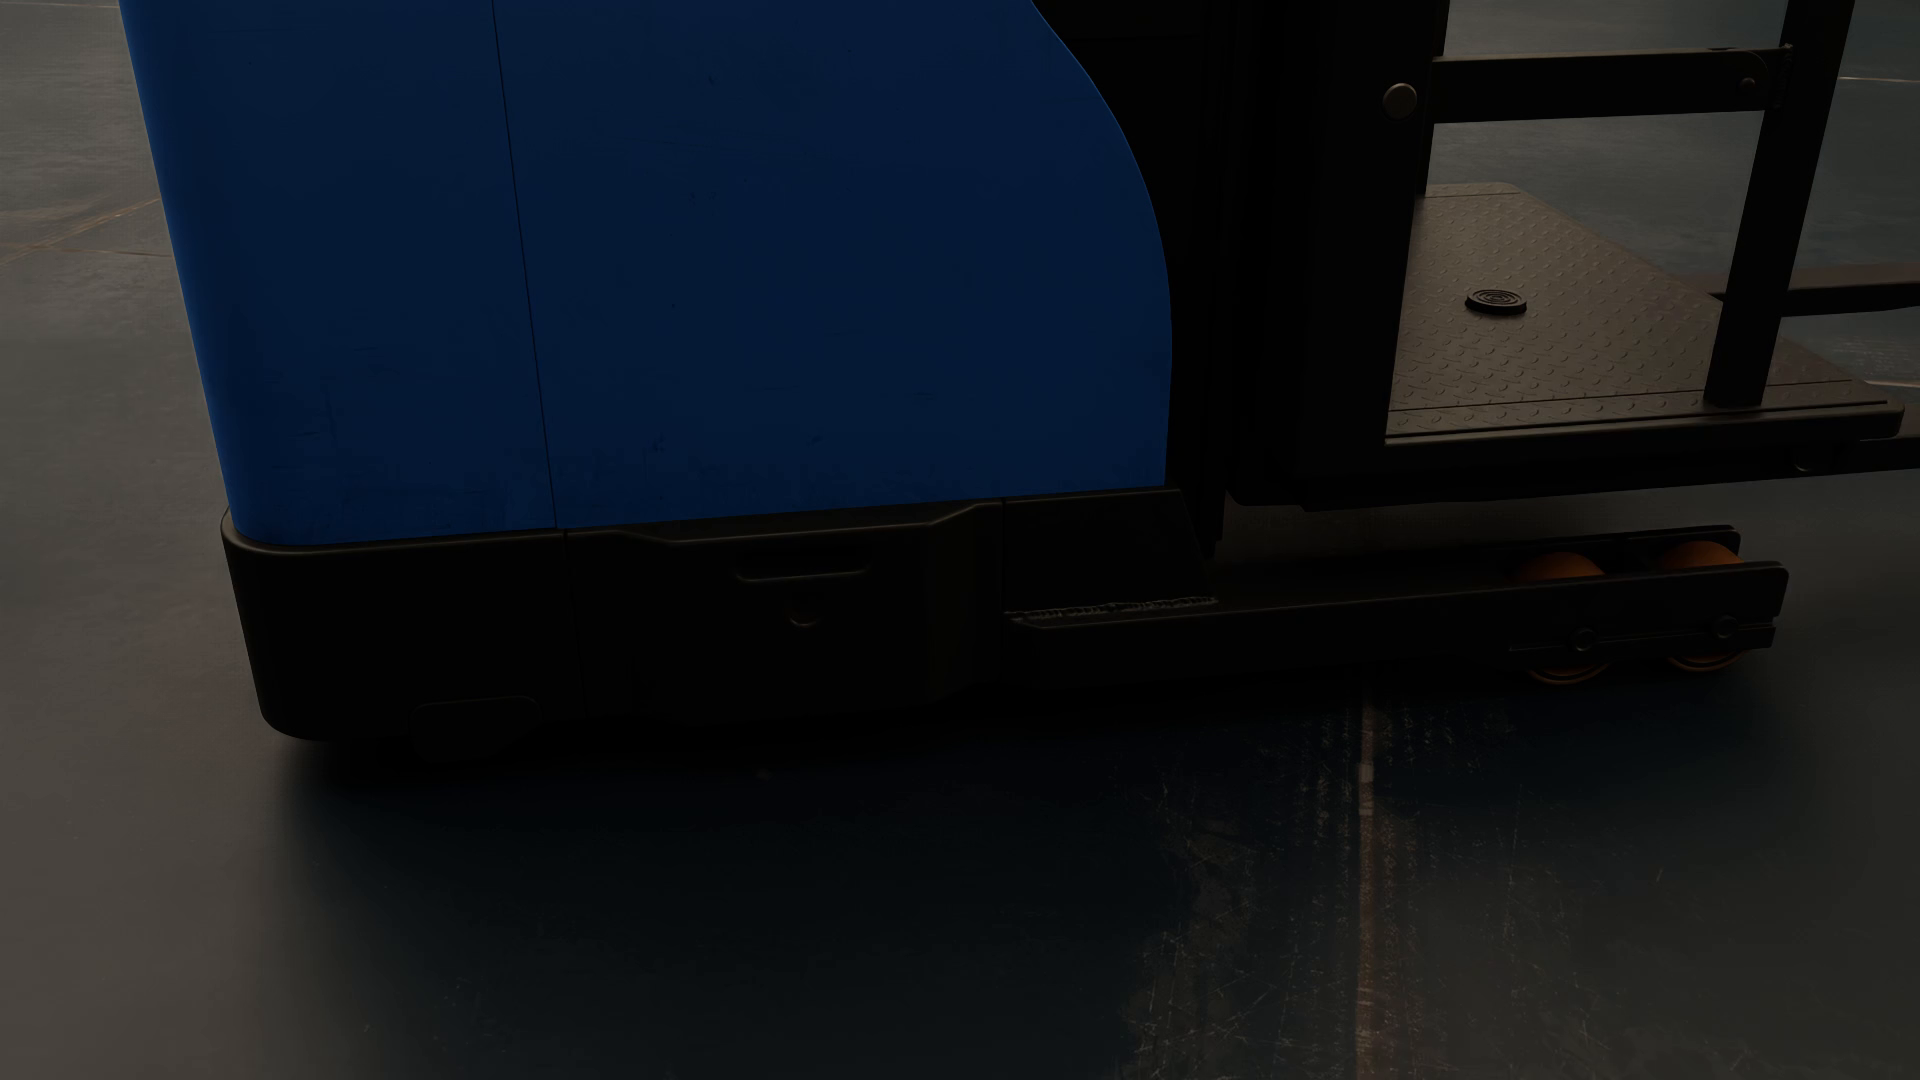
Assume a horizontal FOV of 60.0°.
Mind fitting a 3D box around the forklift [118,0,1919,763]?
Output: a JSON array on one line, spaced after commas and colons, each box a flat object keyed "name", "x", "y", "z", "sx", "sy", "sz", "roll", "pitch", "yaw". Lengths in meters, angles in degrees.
[{"name": "forklift", "x": 0.600, "y": -1.354, "z": 1.930, "sx": 3.031, "sy": 2.935, "sz": 1.130, "roll": -4, "pitch": 27, "yaw": -9}]
